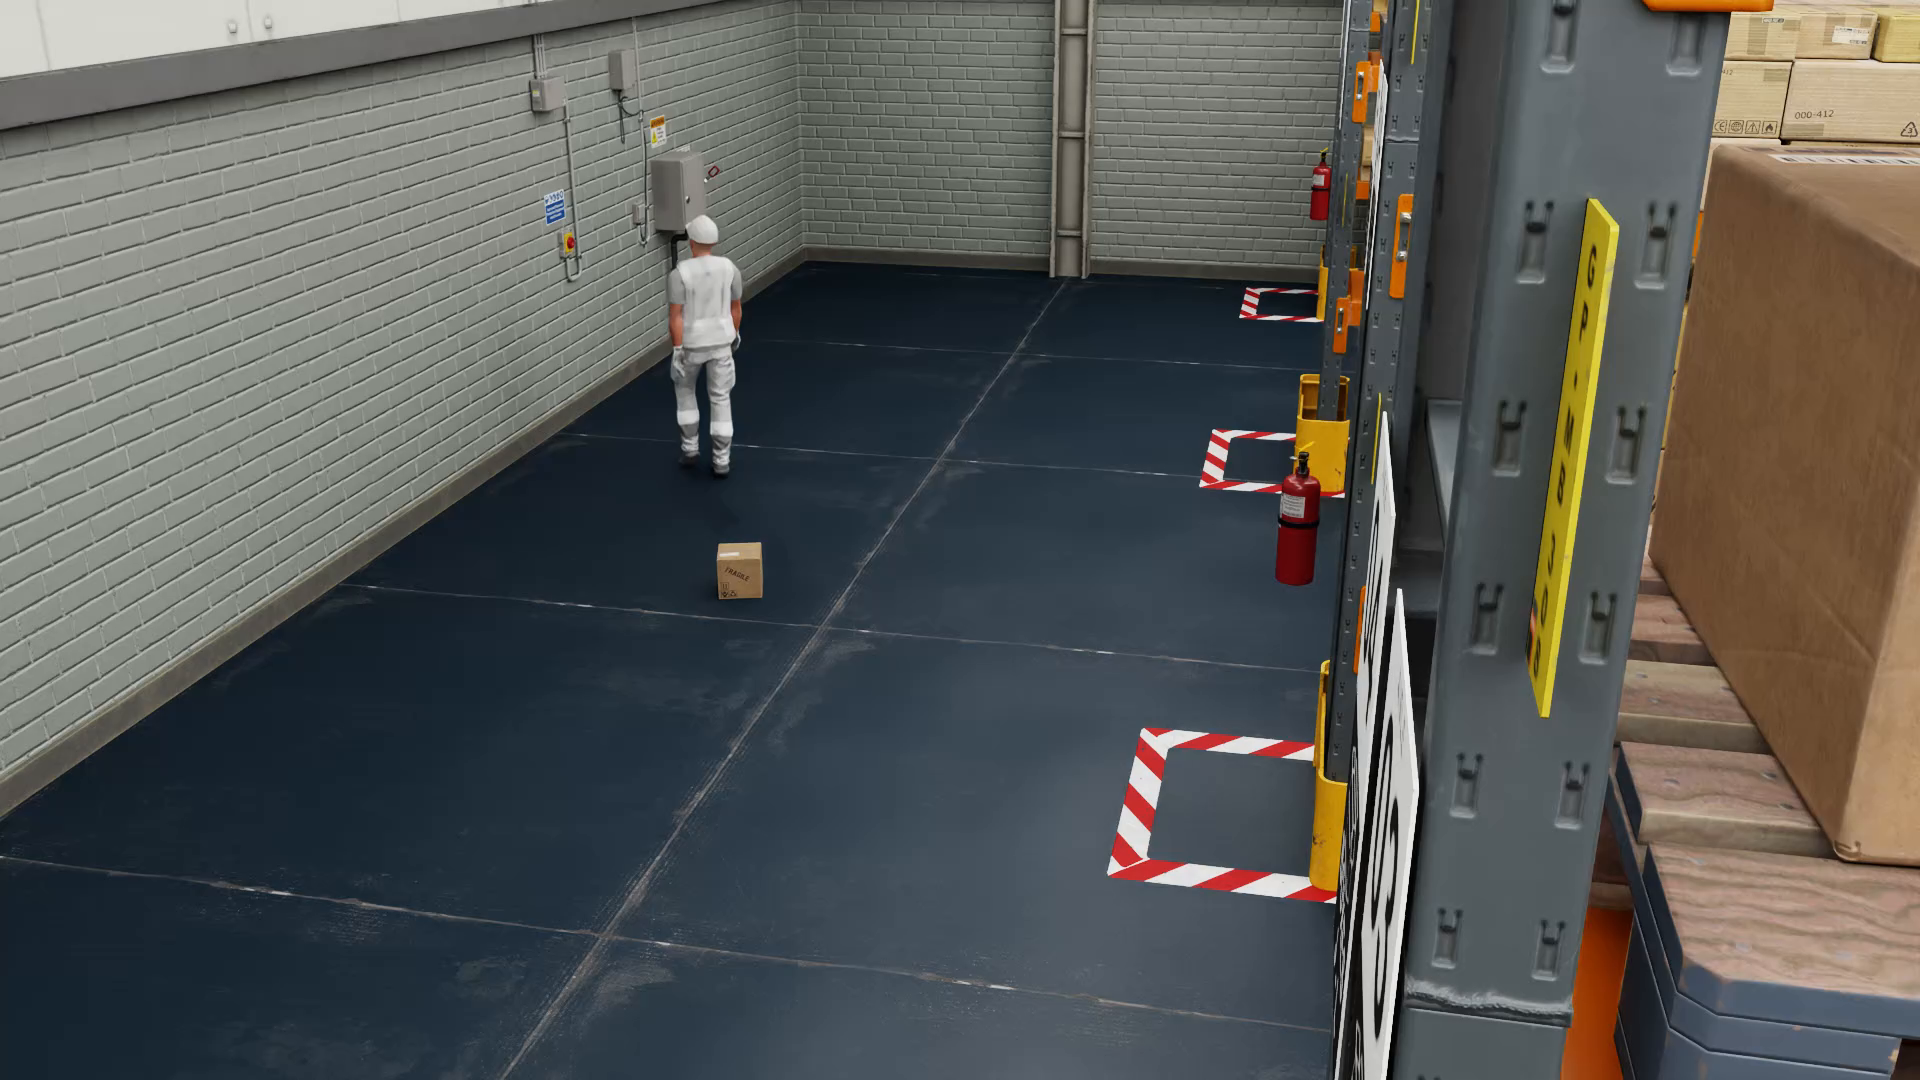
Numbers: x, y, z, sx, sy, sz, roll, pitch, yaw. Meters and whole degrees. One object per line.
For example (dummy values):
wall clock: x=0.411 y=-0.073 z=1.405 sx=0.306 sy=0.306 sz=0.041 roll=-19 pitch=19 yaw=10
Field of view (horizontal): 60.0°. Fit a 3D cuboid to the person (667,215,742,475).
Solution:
person: x=-1.761 y=-1.340 z=11.499 sx=0.540 sy=1.837 sz=0.565 roll=-7 pitch=22 yaw=-18
